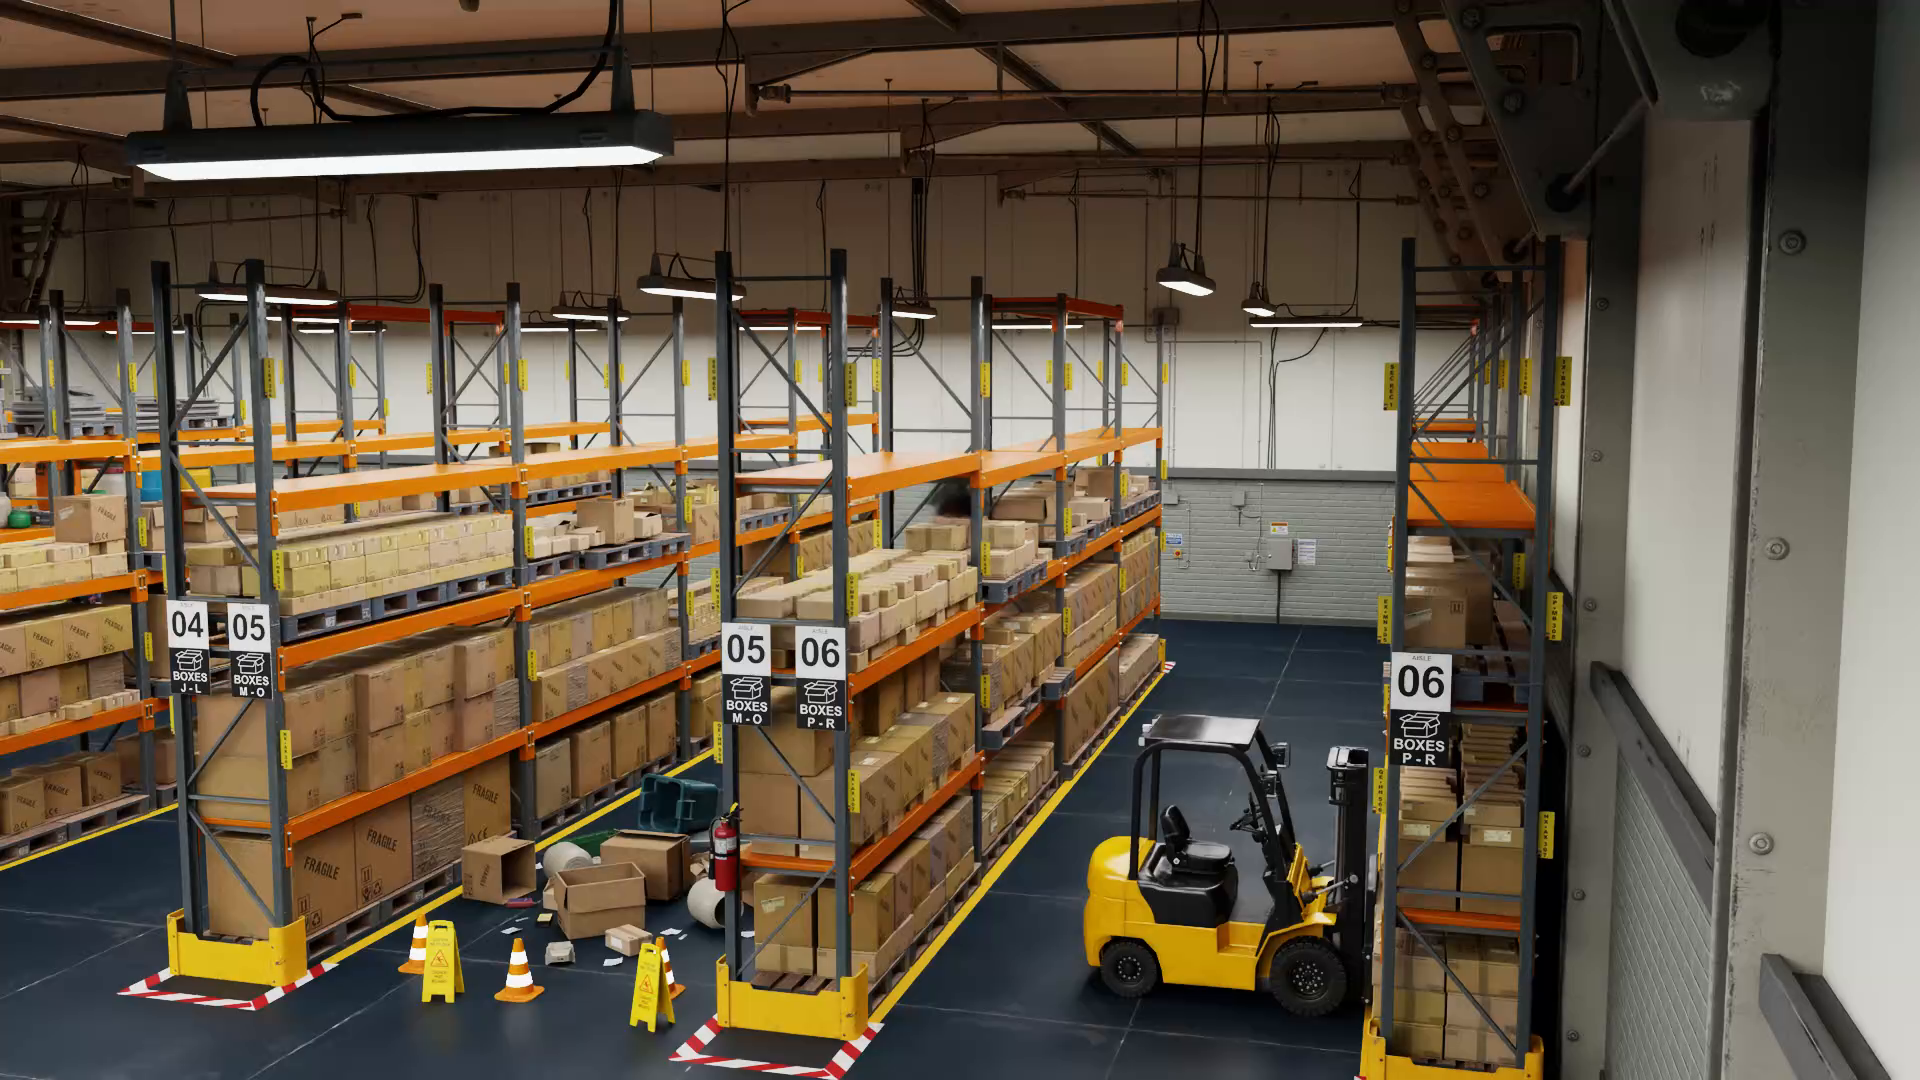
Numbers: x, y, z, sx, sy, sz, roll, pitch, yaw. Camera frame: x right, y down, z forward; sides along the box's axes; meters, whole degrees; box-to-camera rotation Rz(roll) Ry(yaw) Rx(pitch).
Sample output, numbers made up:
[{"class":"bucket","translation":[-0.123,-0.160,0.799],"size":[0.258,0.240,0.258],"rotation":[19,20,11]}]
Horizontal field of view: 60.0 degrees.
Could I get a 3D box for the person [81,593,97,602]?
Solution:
[{"class":"person","translation":[-15.142,1.348,29.014],"size":[0.579,1.553,0.859],"rotation":[0,6,4]}]
